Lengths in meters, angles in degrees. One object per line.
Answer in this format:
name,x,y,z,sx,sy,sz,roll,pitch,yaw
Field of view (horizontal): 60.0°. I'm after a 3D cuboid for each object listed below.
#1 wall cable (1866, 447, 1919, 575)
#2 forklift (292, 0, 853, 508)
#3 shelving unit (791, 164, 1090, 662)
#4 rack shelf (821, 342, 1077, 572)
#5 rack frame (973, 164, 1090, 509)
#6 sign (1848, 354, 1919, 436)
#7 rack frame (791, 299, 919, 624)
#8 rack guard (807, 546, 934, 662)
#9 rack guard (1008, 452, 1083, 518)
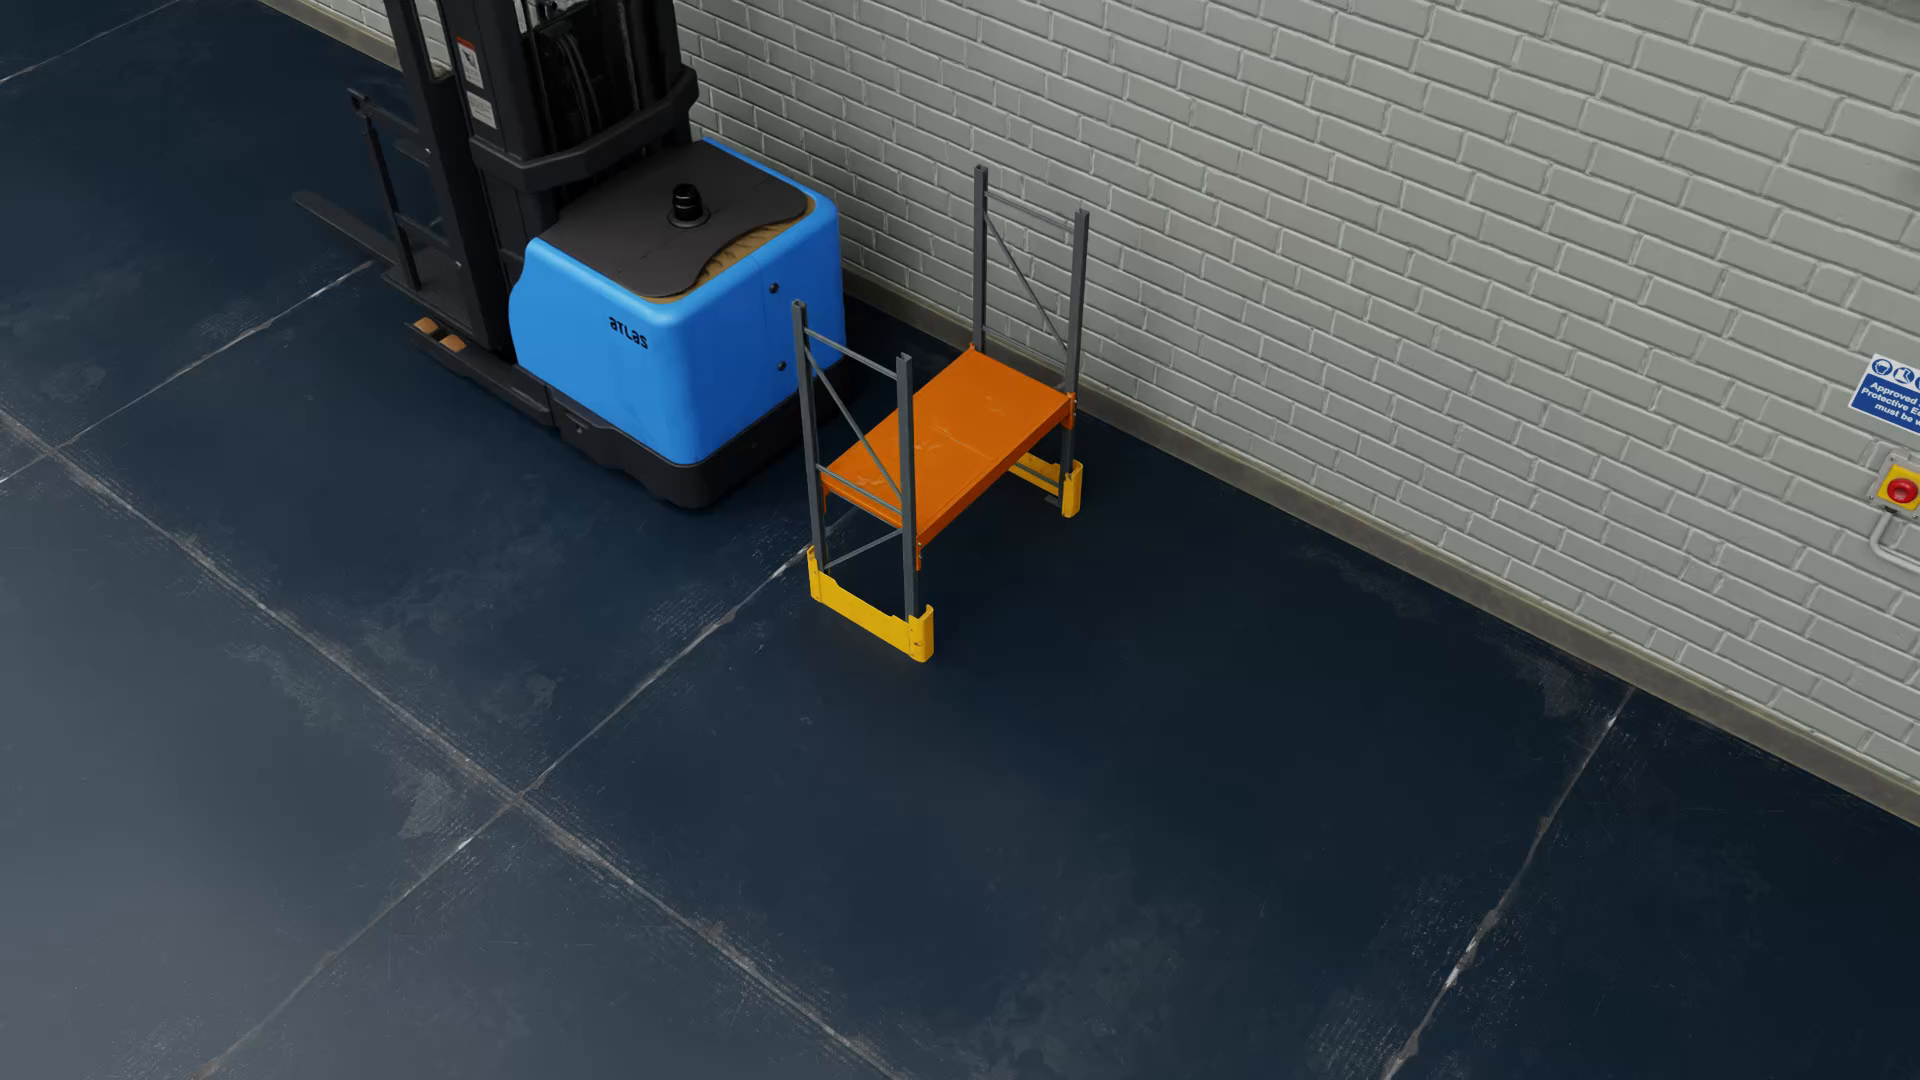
wall cable,2.906,-0.632,4.720,0.585,1.953,0.123,29,53,25
forklift,-1.937,-2.054,6.849,3.031,2.935,1.130,31,54,26
shelving unit,-0.047,-0.474,6.331,0.587,1.500,1.083,29,53,25
rack shelf,-0.052,-0.345,6.456,0.538,0.185,1.000,29,53,25
rack frame,0.259,-0.760,6.604,0.500,1.500,0.032,29,53,25
sign,2.905,-0.420,5.055,0.327,0.218,0.001,29,53,25
rack frame,-0.363,-0.178,6.048,0.500,1.500,0.032,29,53,25
rack guard,-0.351,0.242,6.510,0.587,0.250,0.087,29,53,25
rack guard,0.258,-0.328,7.055,0.587,0.250,0.087,29,53,25
